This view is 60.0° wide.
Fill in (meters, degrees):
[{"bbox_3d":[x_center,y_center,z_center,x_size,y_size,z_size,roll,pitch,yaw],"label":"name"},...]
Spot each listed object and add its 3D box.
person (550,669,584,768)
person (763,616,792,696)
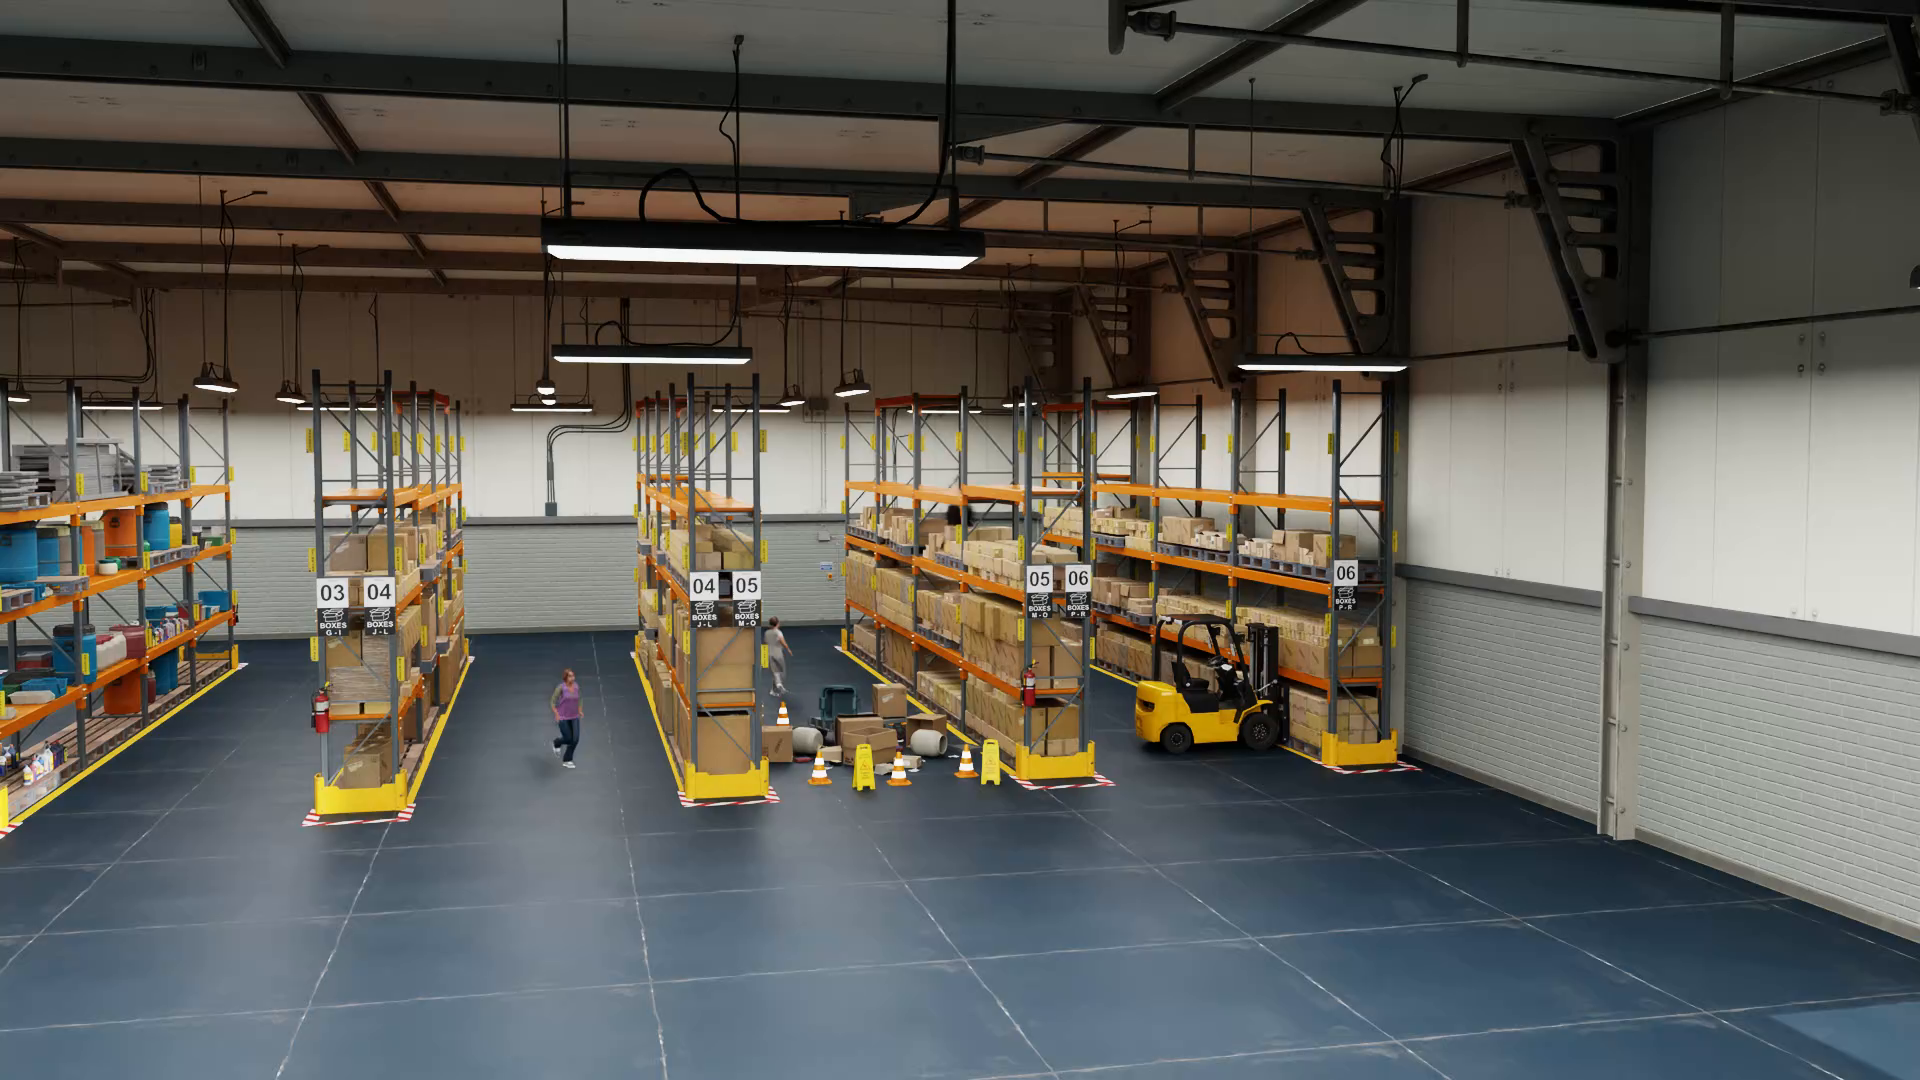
[{"bbox_3d":[-6.083,2.751,25.727,0.524,1.544,0.575,-3,4,-38],"label":"person"},{"bbox_3d":[-3.656,2.332,32.921,0.678,1.608,0.626,1,3,18],"label":"person"}]
